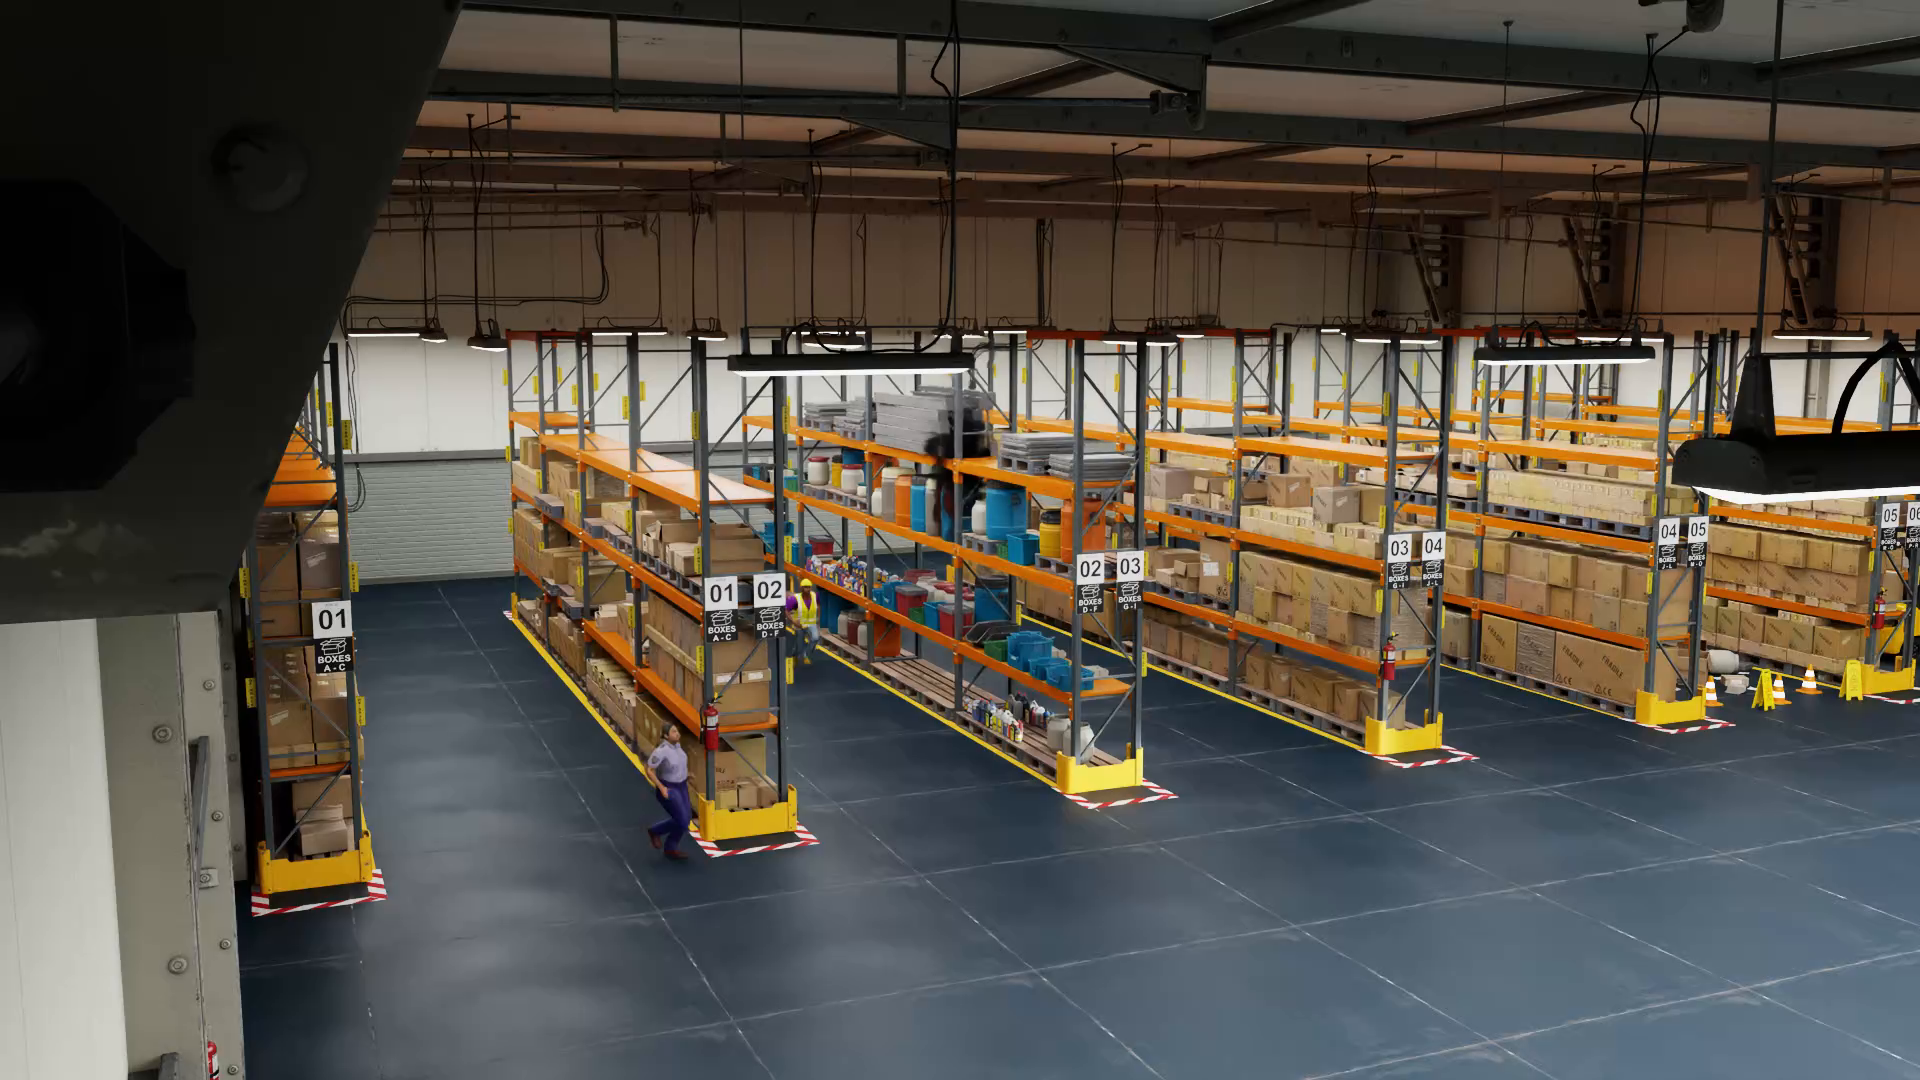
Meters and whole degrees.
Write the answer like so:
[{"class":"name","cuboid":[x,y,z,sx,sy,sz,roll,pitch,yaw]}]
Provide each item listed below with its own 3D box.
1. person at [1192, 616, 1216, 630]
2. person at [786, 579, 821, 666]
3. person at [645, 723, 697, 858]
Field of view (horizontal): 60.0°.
[{"class":"person","cuboid":[4.931,0.922,33.717,0.638,1.690,0.967,-4,9,-28]},{"class":"person","cuboid":[-2.728,1.466,29.055,0.726,1.622,0.951,-4,9,-24]},{"class":"person","cuboid":[-3.346,2.924,19.387,0.548,1.596,0.607,3,8,21]}]
